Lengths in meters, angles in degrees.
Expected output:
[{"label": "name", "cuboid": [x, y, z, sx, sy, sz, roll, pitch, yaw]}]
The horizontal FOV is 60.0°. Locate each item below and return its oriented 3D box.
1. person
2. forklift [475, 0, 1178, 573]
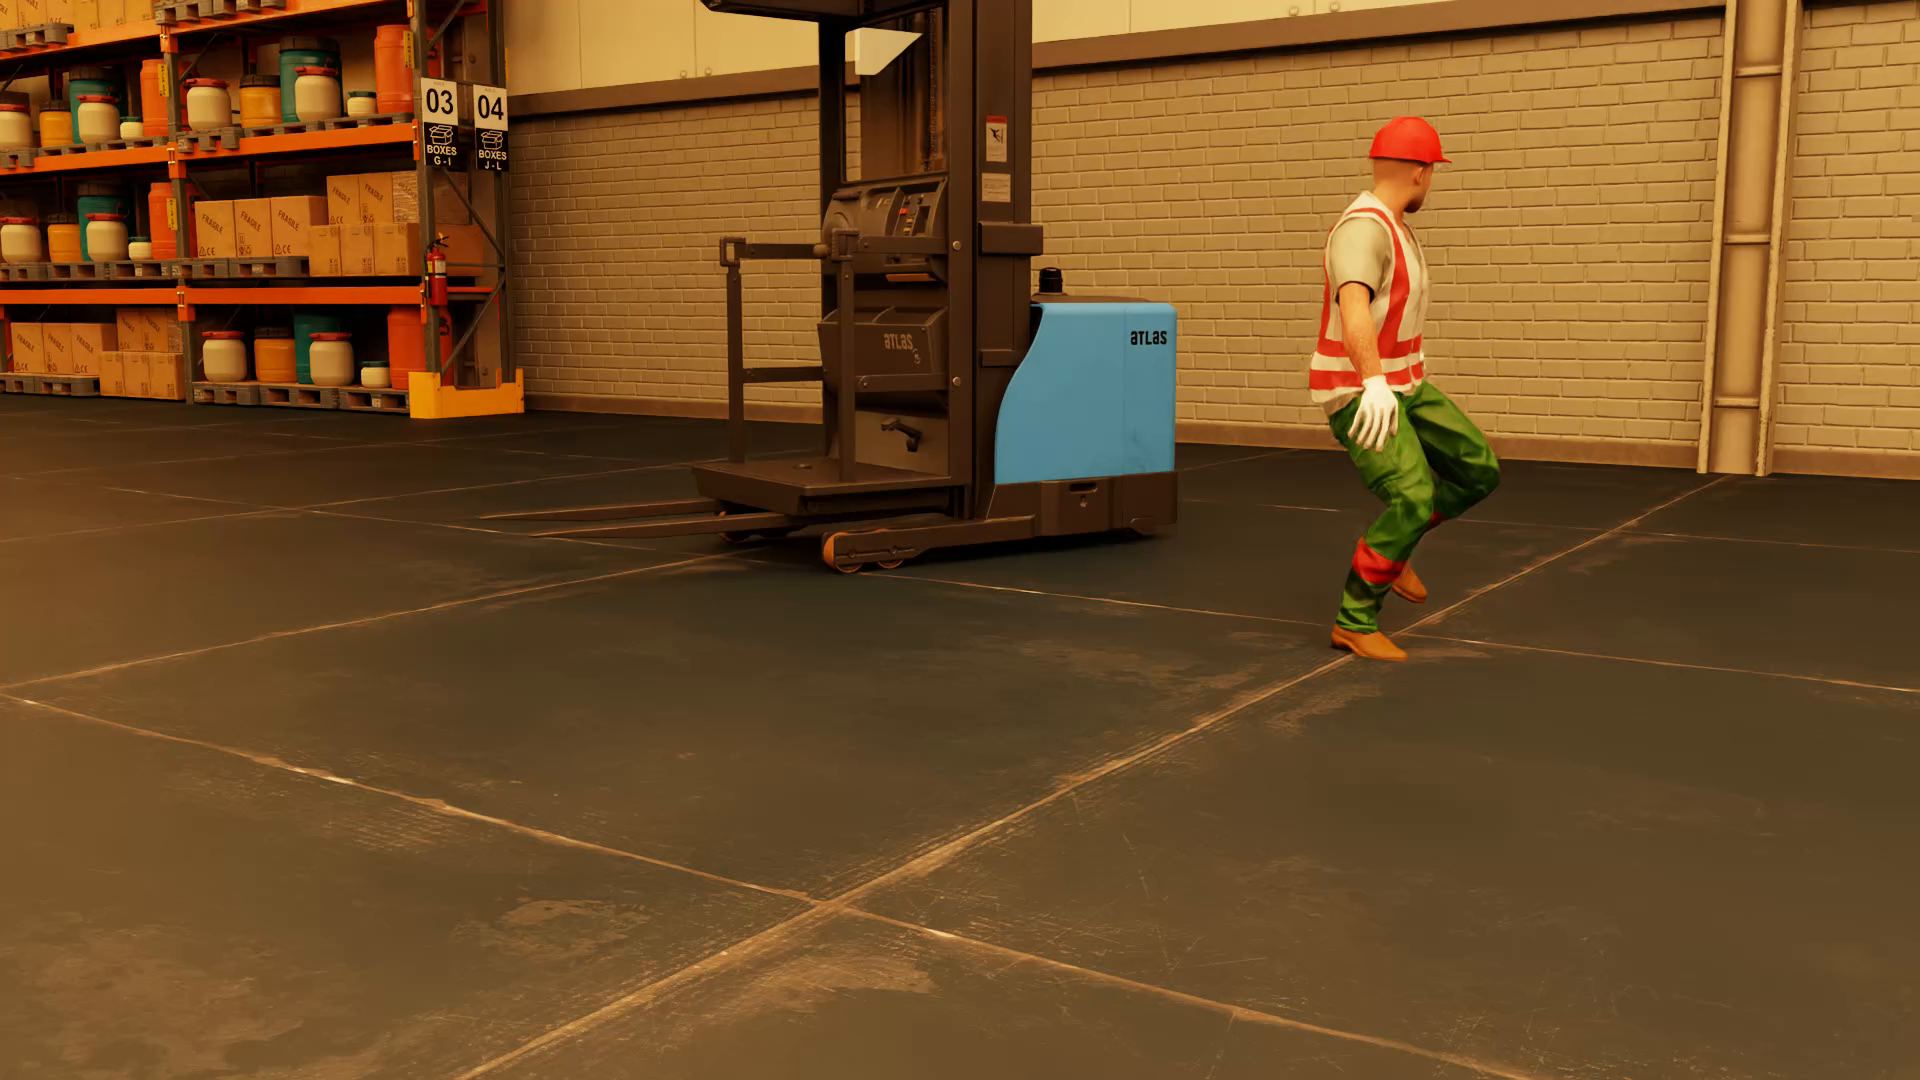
[{"label": "person", "cuboid": [1.364, -0.478, 5.224, 0.515, 1.658, 1.016, 6, 10, 36]}, {"label": "forklift", "cuboid": [-0.507, -1.403, 7.061, 3.031, 2.935, 1.130, -5, 10, -33]}]
